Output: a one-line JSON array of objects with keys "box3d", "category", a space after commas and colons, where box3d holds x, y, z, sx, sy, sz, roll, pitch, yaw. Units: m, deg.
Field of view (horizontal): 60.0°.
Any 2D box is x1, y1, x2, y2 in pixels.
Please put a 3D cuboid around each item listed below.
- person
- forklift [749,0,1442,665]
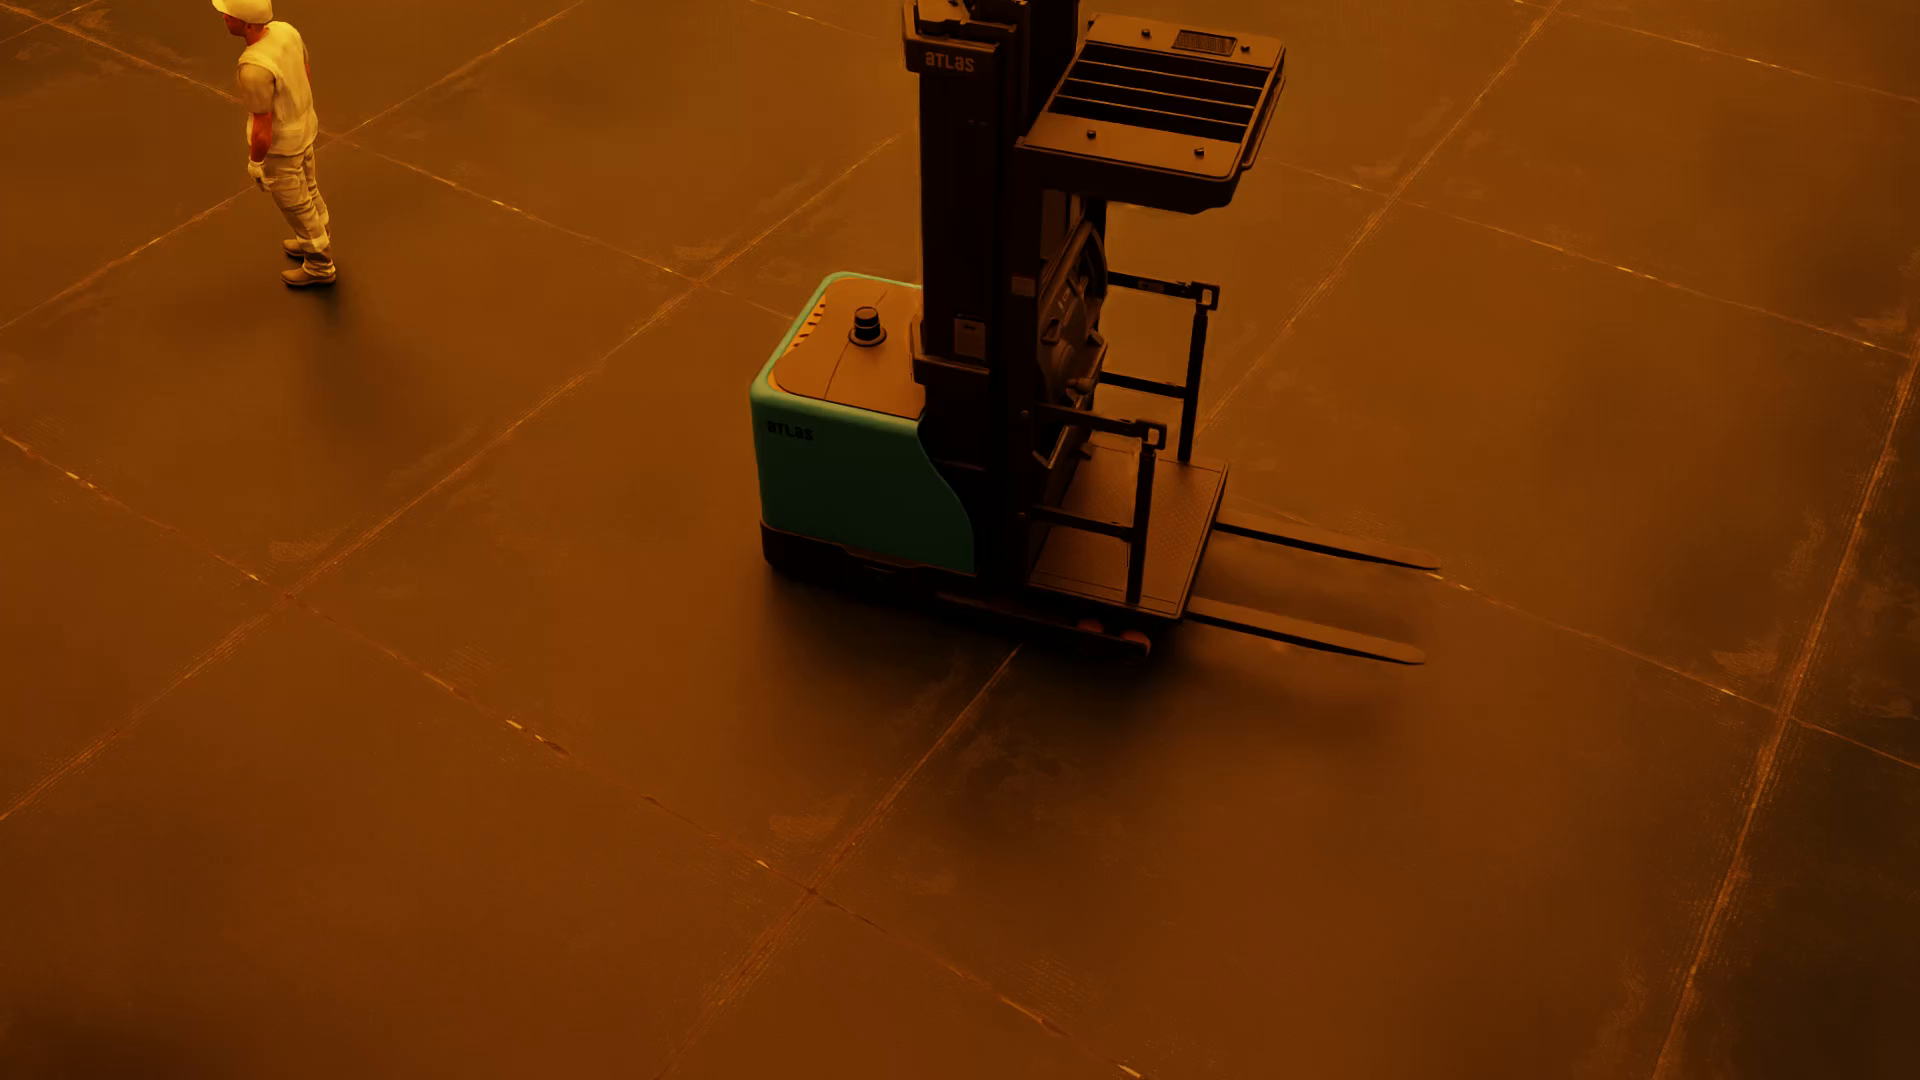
[{"box3d": [-3.710, -2.155, 8.941, 0.561, 1.790, 0.637, 4, 44, 4], "category": "person"}, {"box3d": [0.651, -0.920, 6.819, 3.031, 2.935, 1.130, 13, 45, 13], "category": "forklift"}]
